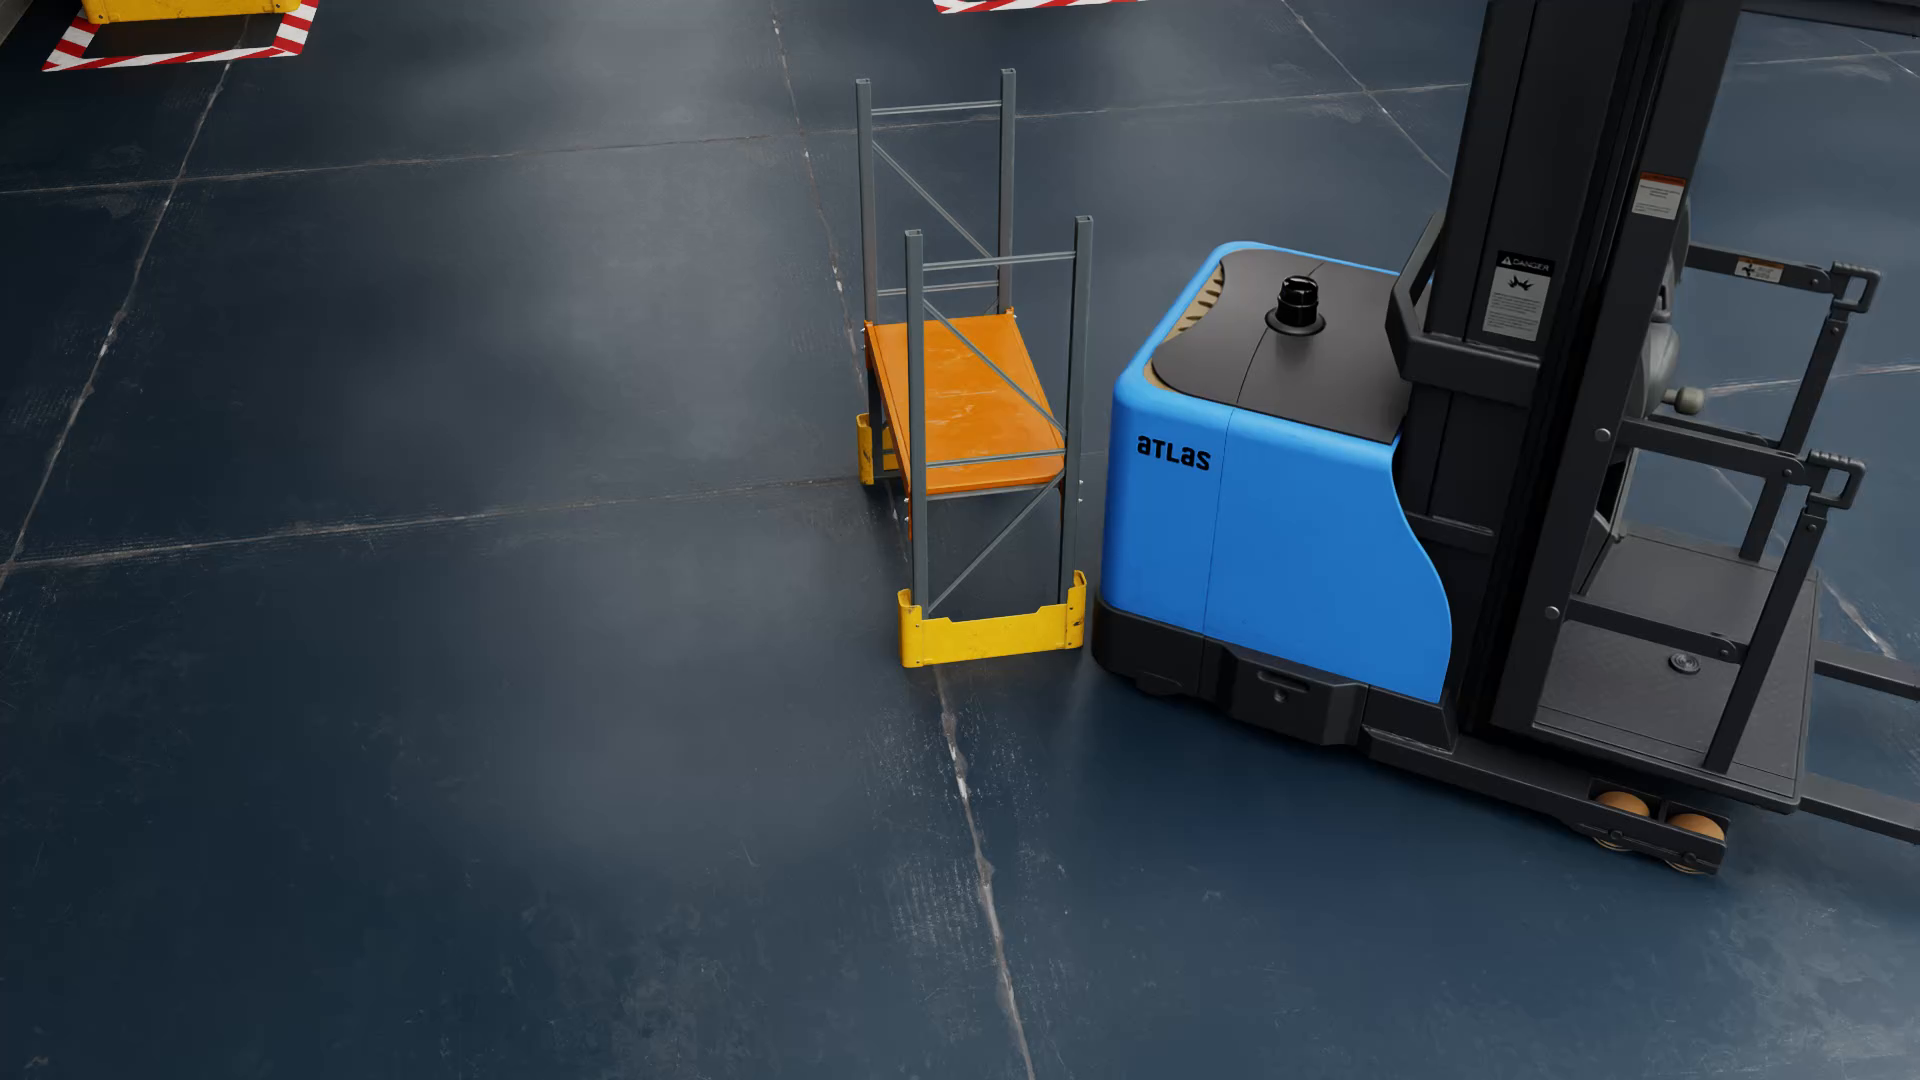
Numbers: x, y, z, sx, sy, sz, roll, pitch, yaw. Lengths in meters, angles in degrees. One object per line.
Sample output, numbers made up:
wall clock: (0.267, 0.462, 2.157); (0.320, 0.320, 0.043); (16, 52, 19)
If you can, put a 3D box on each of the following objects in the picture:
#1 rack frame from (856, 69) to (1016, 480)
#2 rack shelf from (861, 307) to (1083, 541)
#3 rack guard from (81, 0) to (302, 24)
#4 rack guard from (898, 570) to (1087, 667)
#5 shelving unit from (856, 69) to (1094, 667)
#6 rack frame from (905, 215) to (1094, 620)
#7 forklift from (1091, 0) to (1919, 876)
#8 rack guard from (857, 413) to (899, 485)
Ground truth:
rack frame: (-0.074, -0.848, 5.619); (0.500, 1.500, 0.032); (-6, 38, -8)
rack shelf: (0.015, -0.399, 5.334); (0.538, 0.185, 1.000); (-6, 38, -8)
rack guard: (-4.484, -3.328, 9.626); (1.175, 0.500, 0.348); (-6, 38, -8)
rack guard: (0.101, 0.248, 5.227); (0.587, 0.250, 0.087); (-6, 38, -8)
shelving unit: (0.013, -0.546, 5.231); (0.587, 1.500, 1.083); (-6, 38, -8)
rack frame: (0.104, -0.234, 4.828); (0.500, 1.500, 0.032); (-6, 38, -8)
forklift: (1.966, -0.615, 4.152); (3.031, 2.935, 1.130); (16, 41, 20)
rack guard: (-0.074, -0.353, 6.001); (0.587, 0.250, 0.087); (-6, 38, -8)
